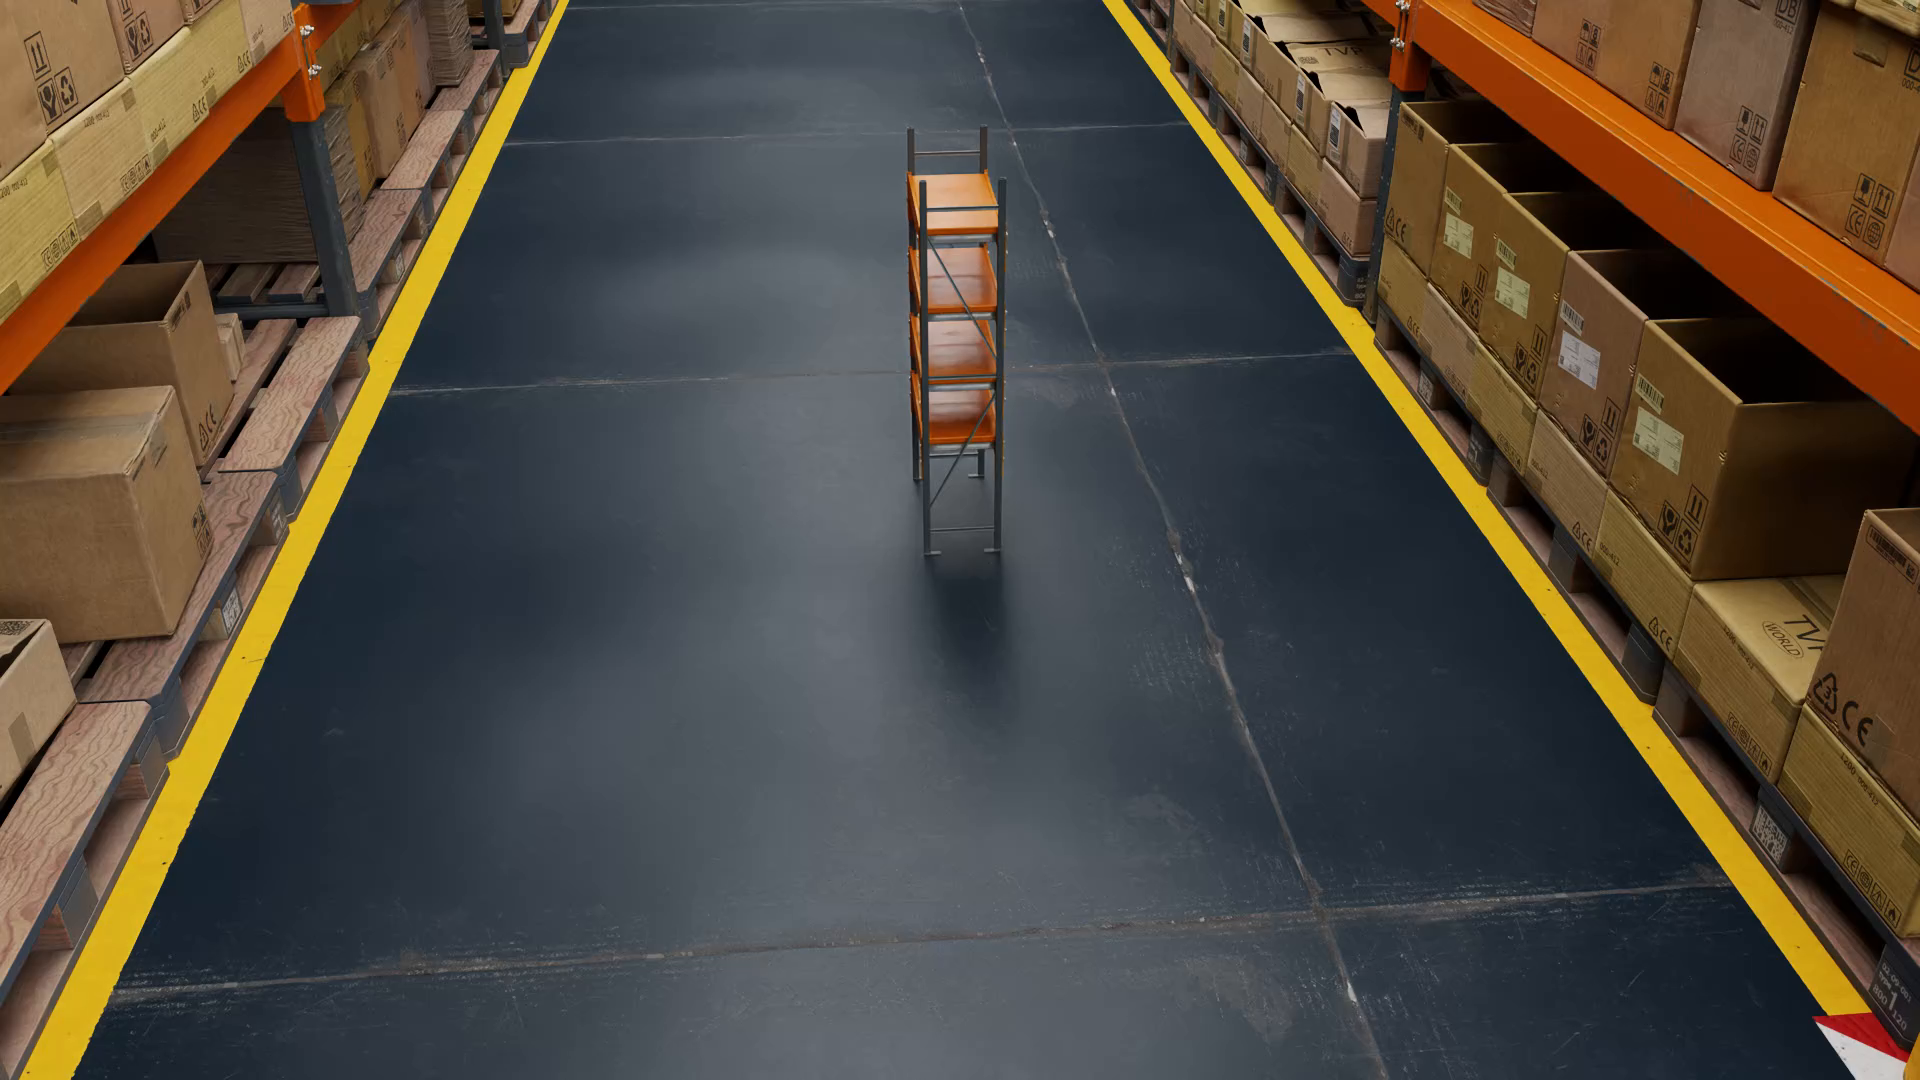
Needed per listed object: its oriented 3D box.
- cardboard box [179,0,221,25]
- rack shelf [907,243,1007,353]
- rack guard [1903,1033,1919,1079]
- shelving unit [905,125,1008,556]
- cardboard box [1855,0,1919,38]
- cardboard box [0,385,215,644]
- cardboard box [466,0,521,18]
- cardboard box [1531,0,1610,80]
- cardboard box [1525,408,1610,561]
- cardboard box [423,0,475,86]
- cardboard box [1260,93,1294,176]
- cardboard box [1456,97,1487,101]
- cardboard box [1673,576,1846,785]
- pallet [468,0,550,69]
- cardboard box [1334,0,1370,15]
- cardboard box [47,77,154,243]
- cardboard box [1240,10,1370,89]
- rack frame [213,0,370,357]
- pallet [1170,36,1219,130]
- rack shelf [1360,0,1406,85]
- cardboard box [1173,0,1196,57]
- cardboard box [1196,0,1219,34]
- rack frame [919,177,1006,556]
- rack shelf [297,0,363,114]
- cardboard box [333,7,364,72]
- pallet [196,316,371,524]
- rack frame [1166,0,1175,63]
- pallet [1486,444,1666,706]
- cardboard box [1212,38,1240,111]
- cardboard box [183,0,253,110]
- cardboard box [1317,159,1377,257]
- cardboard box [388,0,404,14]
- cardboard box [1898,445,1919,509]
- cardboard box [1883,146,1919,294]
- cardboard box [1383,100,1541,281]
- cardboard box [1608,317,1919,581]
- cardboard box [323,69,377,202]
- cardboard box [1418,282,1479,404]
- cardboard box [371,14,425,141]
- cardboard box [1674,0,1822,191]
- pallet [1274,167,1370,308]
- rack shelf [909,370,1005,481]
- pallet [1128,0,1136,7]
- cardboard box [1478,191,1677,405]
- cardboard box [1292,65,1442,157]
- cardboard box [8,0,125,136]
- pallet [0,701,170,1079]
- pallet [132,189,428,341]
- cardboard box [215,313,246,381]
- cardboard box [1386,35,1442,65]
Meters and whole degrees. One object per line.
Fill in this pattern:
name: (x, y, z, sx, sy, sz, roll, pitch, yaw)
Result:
cardboard box: (-2.385, -1.745, 4.641, 0.500, 0.500, 0.500, -3, 31, -5)
rack shelf: (-0.015, -0.734, 5.004, 0.258, 0.148, 0.480, -3, 31, -5)
rack guard: (2.519, 0.929, 3.208, 1.175, 0.500, 0.348, -3, 31, -5)
shelving unit: (-0.015, -0.600, 5.084, 0.258, 1.200, 0.503, -3, 31, -5)
cardboard box: (2.195, -1.191, 3.588, 0.380, 0.149, 0.250, -2, 31, -3)
cardboard box: (-2.462, -0.059, 4.432, 0.700, 0.500, 0.500, -5, 31, -8)
cardboard box: (-3.101, -3.641, 10.107, 0.750, 0.750, 0.750, -3, 31, -5)
cardboard box: (2.246, -1.747, 5.152, 0.700, 0.500, 0.500, -3, 31, -5)
cardboard box: (2.020, -0.182, 4.901, 0.500, 0.250, 0.500, -3, 31, -5)
cardboard box: (-3.044, -2.753, 8.942, 0.700, 0.500, 0.500, -2, 31, -4)
cardboard box: (1.722, -1.916, 7.805, 0.500, 0.250, 0.500, -2, 31, -3)
cardboard box: (2.352, -1.663, 6.833, 0.500, 0.311, 0.500, -3, 31, -4)
cardboard box: (2.113, 0.329, 4.046, 0.500, 0.250, 0.500, -3, 31, -5)
pallet: (-3.161, -3.211, 10.420, 1.003, 0.211, 1.213, -3, 31, -5)
cardboard box: (2.163, -2.703, 8.576, 0.500, 0.311, 0.500, -3, 31, -5)
cardboard box: (-2.294, -0.909, 3.974, 0.500, 0.250, 0.500, -2, 31, -4)
cardboard box: (1.677, -2.410, 8.084, 0.500, 0.311, 0.500, -3, 31, -5)
rack frame: (-2.789, -1.960, 5.606, 1.000, 3.000, 0.127, -3, 31, -5)
pallet: (1.807, -2.622, 9.434, 1.003, 0.211, 1.213, -3, 31, -5)
rack shelf: (1.956, -2.911, 7.900, 1.077, 0.370, 4.000, -3, 31, -5)
cardboard box: (1.525, -2.960, 9.552, 0.500, 0.250, 0.500, -3, 31, -5)
cardboard box: (1.583, -2.933, 8.959, 0.500, 0.311, 0.500, -3, 31, -6)
rack frame: (0.007, -0.475, 4.875, 0.240, 1.200, 0.015, -3, 31, -5)
rack shelf: (-2.976, -2.672, 7.500, 1.077, 0.370, 4.000, -3, 31, -5)
cardboard box: (-2.971, -2.263, 7.390, 0.500, 0.250, 0.500, -4, 31, -6)
pallet: (-2.691, -0.421, 5.750, 1.003, 0.211, 1.213, -3, 31, -5)
rack frame: (1.769, -4.241, 9.425, 1.000, 3.000, 0.127, -3, 31, -5)
pallet: (2.292, 0.030, 4.993, 1.003, 0.211, 1.213, -3, 31, -5)
cardboard box: (1.628, -2.438, 8.678, 0.500, 0.250, 0.500, -4, 31, -6)
cardboard box: (-2.405, -1.422, 4.832, 0.500, 0.250, 0.500, -3, 31, -4)
cardboard box: (1.815, -1.397, 6.935, 0.500, 0.250, 0.500, -3, 31, -5)
cardboard box: (-3.053, -2.781, 8.257, 0.500, 0.250, 0.500, -2, 31, -4)
cardboard box: (2.580, -0.273, 4.322, 0.500, 0.500, 0.500, -3, 31, -5)
cardboard box: (2.432, -0.707, 3.410, 0.700, 0.500, 0.500, -2, 31, -3)
cardboard box: (1.874, -1.269, 5.990, 0.500, 0.500, 0.500, -3, 31, -5)
cardboard box: (2.062, -0.248, 4.281, 0.500, 0.500, 0.500, -3, 31, -5)
cardboard box: (-2.973, -1.712, 7.199, 0.700, 0.500, 0.500, -3, 31, -6)
cardboard box: (1.926, -0.692, 5.755, 0.500, 0.250, 0.500, -3, 31, -5)
cardboard box: (-3.037, -2.232, 8.070, 0.700, 0.500, 0.500, -3, 31, -5)
cardboard box: (2.338, -1.229, 4.285, 0.700, 0.500, 0.500, -2, 31, -3)
pallet: (2.035, -1.376, 7.348, 1.003, 0.211, 1.213, -3, 31, -5)
rack shelf: (-0.015, -0.371, 5.220, 0.258, 0.148, 0.480, -3, 31, -5)
pallet: (1.626, -4.048, 11.822, 1.003, 0.211, 1.213, -3, 31, -5)
cardboard box: (1.968, -0.758, 5.135, 0.500, 0.500, 0.500, -3, 31, -5)
cardboard box: (1.765, -1.898, 7.227, 0.500, 0.311, 0.500, -2, 31, -3)
cardboard box: (-2.299, -1.222, 3.766, 0.500, 0.500, 0.500, -2, 31, -3)
pallet: (-2.463, 0.824, 3.664, 1.003, 0.211, 1.213, -3, 31, -5)
pallet: (-2.863, -1.160, 6.986, 1.003, 0.211, 1.213, -3, 31, -5)
cardboard box: (-2.709, -0.661, 5.765, 0.380, 0.166, 0.250, -7, 32, -11)
cardboard box: (2.261, -2.183, 7.704, 0.500, 0.311, 0.500, -4, 31, -6)
